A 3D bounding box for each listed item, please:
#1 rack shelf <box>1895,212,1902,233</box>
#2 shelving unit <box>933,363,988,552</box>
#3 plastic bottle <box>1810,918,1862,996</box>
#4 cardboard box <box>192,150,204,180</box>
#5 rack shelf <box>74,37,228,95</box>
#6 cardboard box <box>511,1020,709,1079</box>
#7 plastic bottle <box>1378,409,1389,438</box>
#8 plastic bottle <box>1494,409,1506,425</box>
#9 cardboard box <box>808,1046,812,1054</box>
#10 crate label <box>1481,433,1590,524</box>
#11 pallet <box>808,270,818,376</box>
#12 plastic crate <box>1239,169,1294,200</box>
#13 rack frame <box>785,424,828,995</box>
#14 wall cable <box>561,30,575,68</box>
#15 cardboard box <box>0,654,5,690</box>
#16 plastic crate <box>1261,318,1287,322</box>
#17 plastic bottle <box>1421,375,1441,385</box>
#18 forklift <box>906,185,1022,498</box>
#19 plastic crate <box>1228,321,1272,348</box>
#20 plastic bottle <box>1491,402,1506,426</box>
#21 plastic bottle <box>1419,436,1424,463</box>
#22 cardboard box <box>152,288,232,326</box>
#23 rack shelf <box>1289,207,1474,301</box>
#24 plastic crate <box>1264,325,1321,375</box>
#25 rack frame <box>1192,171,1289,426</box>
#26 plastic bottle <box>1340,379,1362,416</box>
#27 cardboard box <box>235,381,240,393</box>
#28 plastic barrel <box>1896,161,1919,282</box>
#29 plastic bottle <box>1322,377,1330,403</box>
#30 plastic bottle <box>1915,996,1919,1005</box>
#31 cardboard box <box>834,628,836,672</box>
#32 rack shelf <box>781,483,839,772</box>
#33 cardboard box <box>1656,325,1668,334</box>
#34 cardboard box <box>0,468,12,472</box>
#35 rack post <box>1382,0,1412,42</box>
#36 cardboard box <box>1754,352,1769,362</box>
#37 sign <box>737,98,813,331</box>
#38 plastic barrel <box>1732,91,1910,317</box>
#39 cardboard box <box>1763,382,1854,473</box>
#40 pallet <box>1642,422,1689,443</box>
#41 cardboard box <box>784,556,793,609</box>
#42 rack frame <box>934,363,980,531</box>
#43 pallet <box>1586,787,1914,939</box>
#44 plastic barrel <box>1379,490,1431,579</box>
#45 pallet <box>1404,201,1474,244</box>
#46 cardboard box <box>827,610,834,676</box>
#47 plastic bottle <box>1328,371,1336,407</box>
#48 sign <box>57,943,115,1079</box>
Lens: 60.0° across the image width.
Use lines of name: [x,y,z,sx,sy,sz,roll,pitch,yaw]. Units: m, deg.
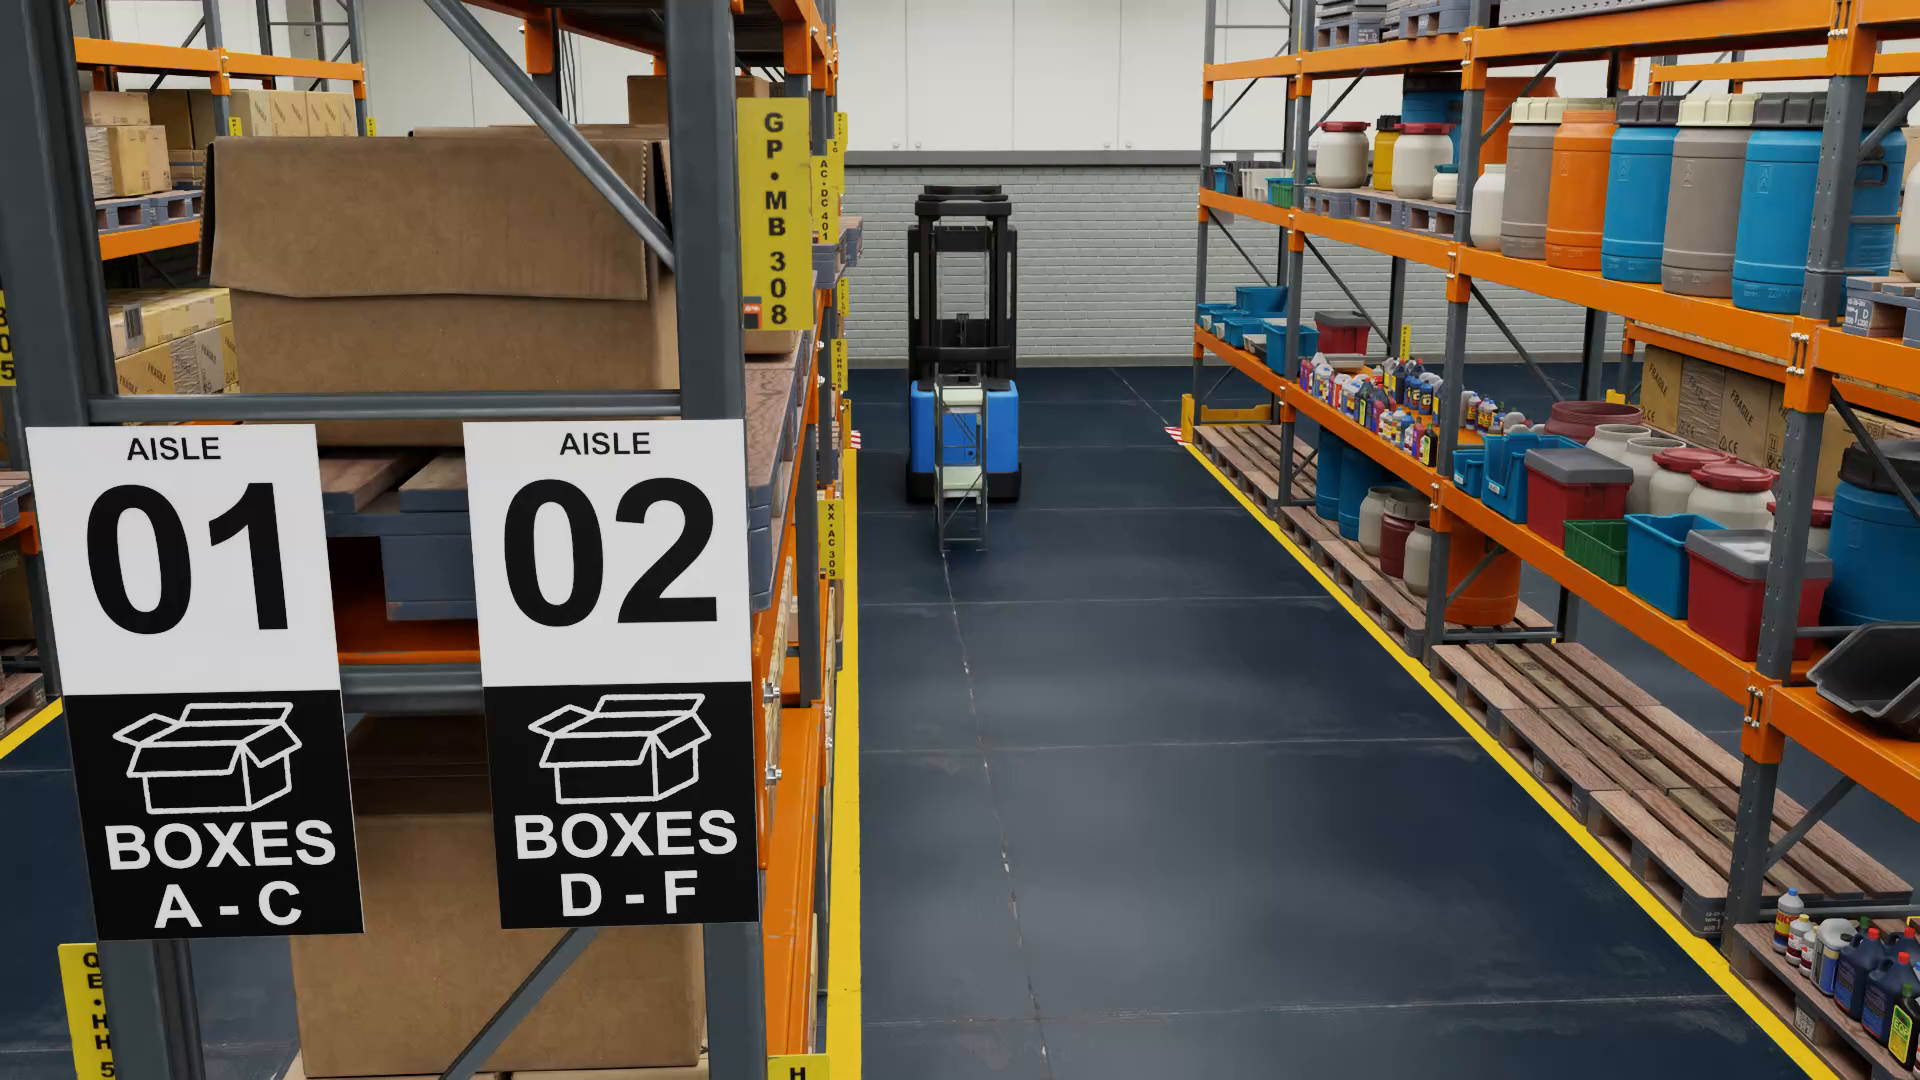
rack shelf: [8.451,-2.284,12.806,1.077,0.370,4.000,-1,14,-3]
shelving unit: [0.000,-0.725,14.333,0.431,1.500,0.755,-1,14,-3]
plastic bottle: [3.509,1.661,6.633,0.152,0.276,0.135,0,14,-1]
cardboard box: [-6.284,-3.255,14.396,0.500,0.250,0.500,-1,14,-4]
rack shelf: [-6.380,-3.313,11.591,1.077,0.370,4.000,-1,14,-3]
cardboard box: [-0.626,0.996,3.132,0.380,0.149,0.250,-1,14,-4]
plastic bottle: [3.135,-0.859,12.244,0.097,0.201,0.097,0,14,0]
plastic bottle: [3.858,-0.799,11.871,0.097,0.271,0.097,0,14,0]
cardboard box: [-0.751,1.954,5.589,0.500,0.250,0.500,-1,14,-3]
crate label: [3.423,-0.371,9.879,0.502,0.435,0.616,-1,14,-3]
pallet: [-0.986,-0.733,5.514,1.003,0.211,1.213,-1,14,-3]
plastic crate: [2.965,-3.434,16.073,0.437,0.282,0.530,-1,14,-3]
rack frame: [-1.064,0.465,6.700,1.000,3.000,0.127,-1,14,-3]
wall cable: [-4.046,-7.744,22.659,3.097,2.526,0.112,-1,14,-3]
cardboard box: [-6.160,0.723,9.829,0.700,0.500,0.500,-1,14,-3]
plastic crate: [3.367,-2.296,17.841,0.396,0.136,0.243,-1,14,-3]
plastic bottle: [3.793,-1.197,13.409,0.152,0.276,0.135,-1,14,-3]
forklift: [0.019,-2.130,16.922,1.130,2.935,3.031,0,14,-1]
plastic crate: [2.923,-2.074,16.785,0.416,0.233,0.300,-1,14,-3]
plastic bottle: [3.922,-0.868,12.115,0.061,0.283,0.133,-1,14,-3]
plastic bottle: [3.192,-0.632,11.363,0.097,0.201,0.097,0,14,0]
cardboard box: [-6.220,-1.900,13.550,0.500,0.250,0.500,-1,14,-2]
rack shelf: [3.508,-2.207,12.509,1.077,0.370,4.000,-1,14,-3]
plastic crate: [3.015,-1.732,15.152,0.392,0.384,0.575,-1,14,-3]
rack frame: [3.136,-2.595,18.593,1.000,3.000,0.127,-1,14,-3]
plastic bottle: [3.104,-1.131,13.152,0.152,0.276,0.135,-1,14,-3]
cardboard box: [-6.201,-1.256,13.851,0.380,0.149,0.250,-1,14,-3]
plastic barrel: [3.710,-1.211,6.125,0.421,0.512,0.421,0,14,0]
plastic bottle: [3.041,-1.239,13.719,0.097,0.201,0.097,0,14,0]
plastic bottle: [3.574,1.788,6.151,0.097,0.271,0.097,0,14,0]
cardboard box: [-1.036,0.725,10.363,0.500,0.250,0.500,-1,14,-2]
rack shelf: [-1.188,0.316,8.723,1.077,0.370,4.000,-1,14,-3]
cardboard box: [7.806,-2.329,18.063,0.380,0.149,0.250,-1,14,-5]
cardboard box: [-6.046,-0.426,10.626,0.380,0.149,0.250,-1,14,-4]
rack post: [3.636,-3.762,12.092,0.937,0.300,0.954,1,14,3]
cardboard box: [7.934,-1.818,16.075,0.380,0.149,0.250,-1,14,-2]
sign: [-0.262,-0.462,2.368,0.100,0.325,0.005,-1,14,-3]
plastic barrel: [3.631,-1.429,7.036,0.600,0.901,0.708,-1,14,-3]
cardboard box: [8.366,-1.017,15.879,0.875,0.875,0.875,-1,14,-3]
pallet: [8.207,-1.123,18.469,1.003,0.211,1.213,-1,14,-3]
cardboard box: [-0.834,0.167,6.357,0.380,0.149,0.250,-1,14,-3]
rack frame: [-0.022,-0.816,14.687,0.400,1.500,0.023,-1,14,-3]
pallet: [3.792,1.545,8.098,1.003,0.211,1.213,-1,14,-3]
plastic barrel: [3.514,-0.043,12.671,0.600,0.588,0.708,-1,14,-3]
pallet: [3.682,-2.158,11.255,1.003,0.211,1.213,-1,14,-3]
cardboard box: [-0.995,0.582,9.793,0.500,0.311,0.500,-1,14,-4]
plastic bottle: [3.036,-1.225,13.502,0.061,0.283,0.133,-1,14,-3]
sign: [-1.359,0.789,2.641,0.100,0.325,0.005,-1,14,-3]
